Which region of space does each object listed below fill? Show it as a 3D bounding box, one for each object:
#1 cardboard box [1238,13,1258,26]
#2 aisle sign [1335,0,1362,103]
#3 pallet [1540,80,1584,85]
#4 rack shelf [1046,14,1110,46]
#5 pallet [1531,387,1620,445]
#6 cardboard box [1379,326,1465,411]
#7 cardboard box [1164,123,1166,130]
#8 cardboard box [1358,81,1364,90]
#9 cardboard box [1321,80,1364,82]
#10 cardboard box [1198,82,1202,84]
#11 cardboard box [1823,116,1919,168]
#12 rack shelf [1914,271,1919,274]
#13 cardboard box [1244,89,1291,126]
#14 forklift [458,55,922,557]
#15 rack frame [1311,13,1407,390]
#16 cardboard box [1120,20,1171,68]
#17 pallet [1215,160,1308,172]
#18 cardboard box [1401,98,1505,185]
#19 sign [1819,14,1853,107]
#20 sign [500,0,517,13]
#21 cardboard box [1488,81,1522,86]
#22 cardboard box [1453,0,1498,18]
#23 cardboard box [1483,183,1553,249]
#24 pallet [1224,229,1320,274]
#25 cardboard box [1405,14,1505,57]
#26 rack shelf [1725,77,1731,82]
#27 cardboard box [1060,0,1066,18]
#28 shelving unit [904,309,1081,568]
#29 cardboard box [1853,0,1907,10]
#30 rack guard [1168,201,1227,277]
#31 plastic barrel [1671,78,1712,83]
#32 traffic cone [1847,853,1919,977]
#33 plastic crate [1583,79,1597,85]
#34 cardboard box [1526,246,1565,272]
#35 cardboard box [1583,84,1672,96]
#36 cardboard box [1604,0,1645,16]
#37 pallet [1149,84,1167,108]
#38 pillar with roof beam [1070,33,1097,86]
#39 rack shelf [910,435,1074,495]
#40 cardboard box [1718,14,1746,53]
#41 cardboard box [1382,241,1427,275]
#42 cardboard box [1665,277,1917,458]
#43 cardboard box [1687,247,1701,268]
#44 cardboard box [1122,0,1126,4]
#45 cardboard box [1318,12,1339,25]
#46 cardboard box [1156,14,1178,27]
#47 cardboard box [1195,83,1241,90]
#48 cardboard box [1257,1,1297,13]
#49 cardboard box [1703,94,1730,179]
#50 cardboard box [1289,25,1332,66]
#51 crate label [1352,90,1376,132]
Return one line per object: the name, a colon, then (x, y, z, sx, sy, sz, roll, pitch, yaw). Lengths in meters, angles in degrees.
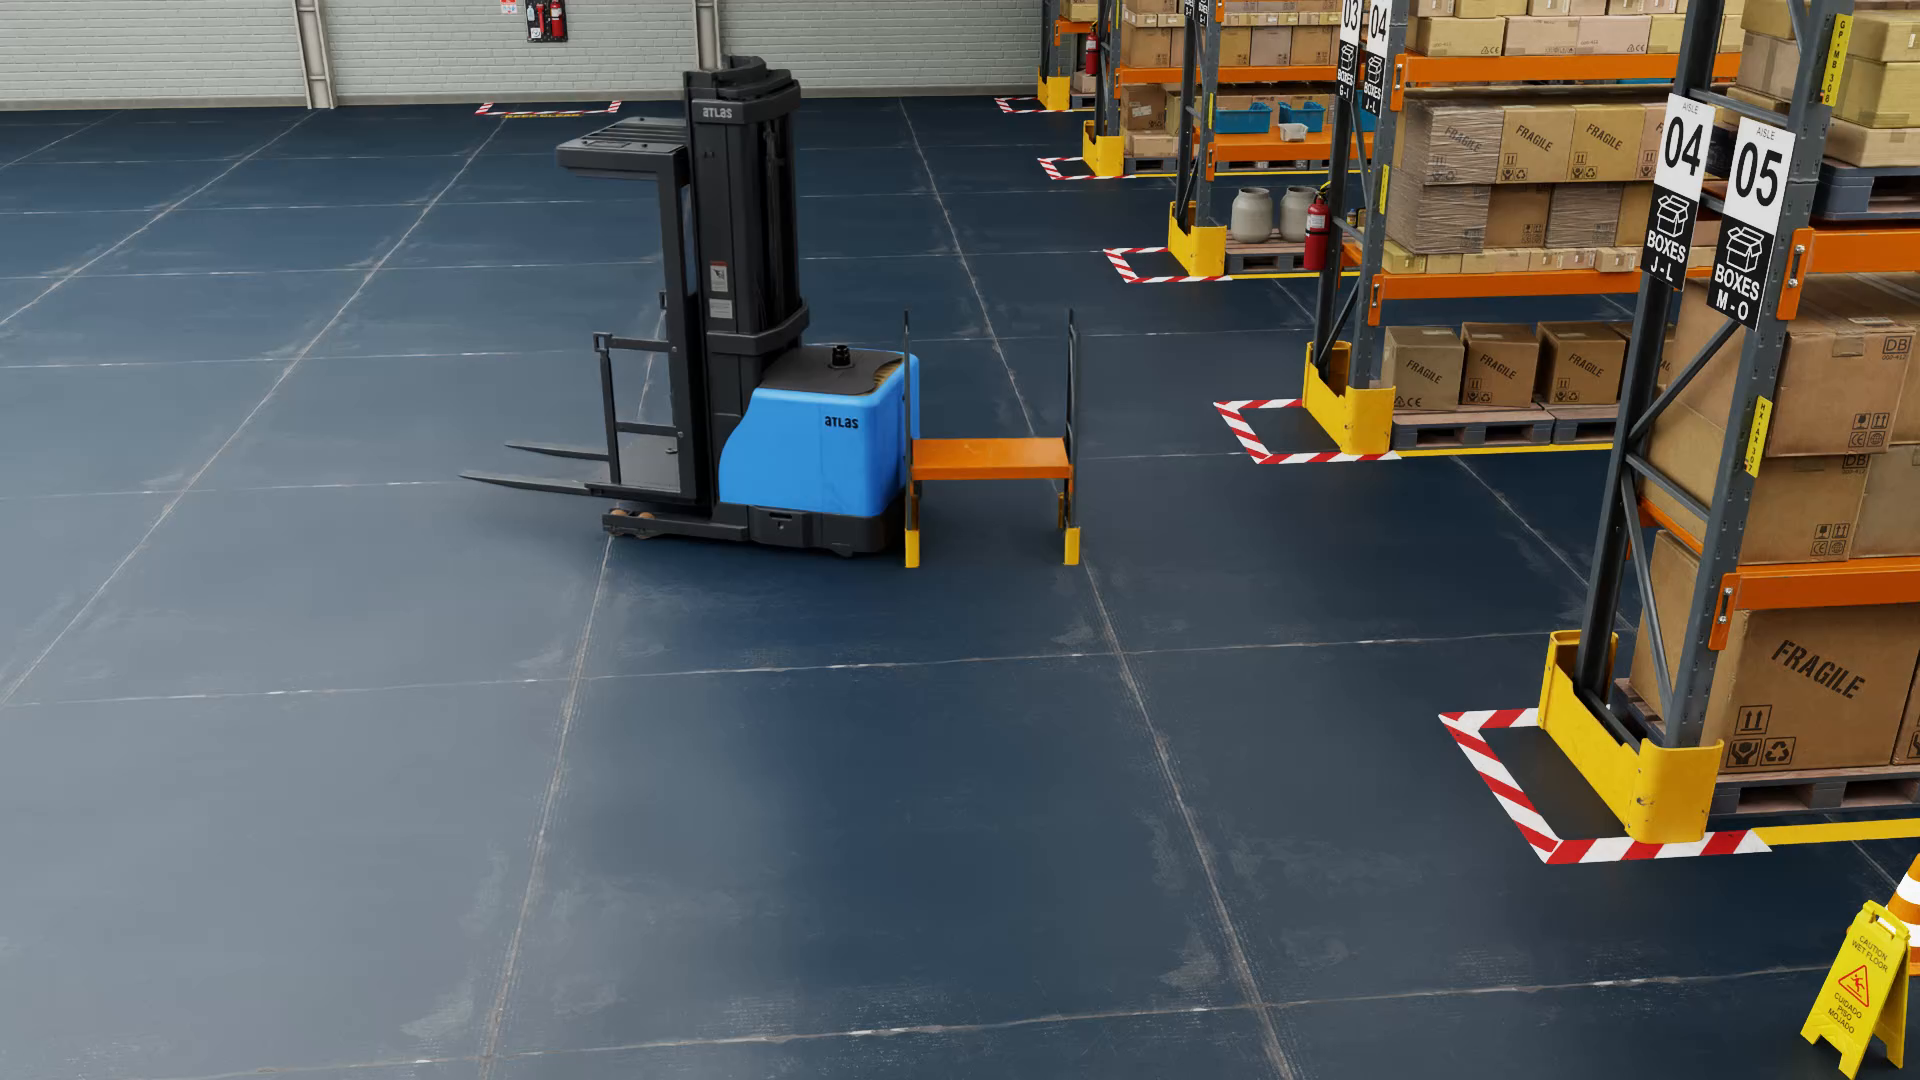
cardboard box: (3.575, -6.555, 20.882, 0.250, 0.149, 0.380, -3, 24, -6)
aisle sign: (2.760, -3.534, 11.807, 0.004, 0.787, 0.394, -2, 24, -5)
pallet: (10.144, -7.280, 26.869, 1.213, 0.211, 1.003, -2, 24, -5)
rack shelf: (3.381, -7.985, 25.907, 4.000, 0.370, 1.077, -2, 24, -5)
pallet: (4.950, -1.022, 12.789, 1.213, 0.211, 1.003, -2, 24, -5)
cardboard box: (3.474, -1.295, 12.531, 0.500, 0.500, 0.500, 2, 24, 5)
cardboard box: (2.882, -5.333, 21.923, 0.500, 0.250, 0.500, -2, 24, -5)
cardboard box: (5.370, -5.777, 22.000, 0.500, 0.500, 0.500, -2, 24, -5)
cardboard box: (6.102, -7.488, 26.440, 0.500, 0.500, 0.700, -1, 24, -3)
cardboard box: (3.778, -7.236, 26.305, 0.250, 0.149, 0.380, -4, 24, -9)
cardboard box: (3.611, -1.596, 6.624, 0.250, 0.149, 0.380, -2, 24, -5)
rack shelf: (8.822, -2.138, 12.753, 4.000, 0.370, 1.077, -2, 24, -5)
cardboard box: (3.930, -5.500, 21.376, 0.500, 0.500, 0.500, -2, 24, -5)
forklift: (-1.828, -1.545, 10.618, 3.031, 2.935, 1.130, 6, 25, 13)
rack frame: (2.851, -2.227, 12.068, 0.127, 3.000, 1.000, -2, 24, -5)
cardboard box: (2.347, -6.291, 21.087, 0.500, 0.500, 0.700, -2, 24, -5)
pallet: (3.850, -5.052, 21.857, 1.213, 0.211, 1.003, -2, 24, -5)
cardboard box: (3.425, -2.778, 11.586, 0.500, 0.500, 0.500, -2, 24, -5)
sign: (3.287, -1.800, 6.240, 0.005, 0.325, 0.100, -2, 24, -5)
sign: (-6.992, -8.324, 25.742, 0.234, 0.329, 0.001, -2, 24, -5)
cardboard box: (8.641, -7.562, 26.606, 0.500, 0.500, 0.700, -2, 24, -4)
cardboard box: (3.416, -3.600, 11.158, 0.250, 0.149, 0.380, -2, 24, -4)
cardboard box: (3.887, -2.488, 12.166, 0.500, 0.500, 0.875, -2, 24, -5)
pallet: (3.245, -3.007, 17.256, 1.213, 0.211, 1.003, -2, 24, -5)
cardboard box: (3.356, -3.444, 11.297, 0.500, 0.250, 0.500, -2, 24, -4)
rack shelf: (11.833, -6.302, 22.121, 4.000, 0.370, 1.077, -2, 24, -5)
cardboard box: (1.837, -8.271, 25.826, 0.500, 0.250, 0.500, -2, 24, -4)
shelving unit: (0.195, -0.637, 10.337, 1.083, 1.500, 0.587, -1, 24, -2)
cardboard box: (3.789, -2.236, 7.083, 0.250, 0.149, 0.380, -2, 24, -5)
rack guard: (2.436, -3.109, 17.129, 0.348, 0.500, 1.175, -2, 24, -5)
plastic barrel: (7.319, -4.401, 16.790, 0.433, 0.535, 0.433, 0, 24, 0)
traffic cone: (3.906, 1.494, 6.820, 0.334, 0.463, 0.336, -2, 24, -5)
plastic crate: (6.797, -4.561, 17.240, 0.583, 0.464, 0.402, -2, 24, -5)
cardboard box: (4.156, -2.059, 11.999, 0.250, 0.149, 0.380, -2, 24, -5)
cardboard box: (4.868, -3.046, 12.189, 0.500, 0.500, 0.500, -2, 24, -5)
cardboard box: (4.446, -3.667, 11.309, 0.250, 0.149, 0.380, -3, 24, -8)
pallet: (3.490, -7.028, 26.302, 1.213, 0.211, 1.003, -2, 24, -5)
pillar with roof beam: (2.426, -9.613, 21.298, 0.400, 9.000, 9.100, -2, 24, -5)
rack shelf: (0.186, -0.473, 10.409, 1.000, 0.185, 0.538, -1, 24, -2)
cardboard box: (5.377, -3.526, 11.482, 0.500, 0.250, 0.500, -2, 24, -6)
cardboard box: (3.158, -2.028, 11.928, 0.250, 0.149, 0.380, -2, 24, -5)
cardboard box: (3.611, -0.780, 7.297, 0.550, 0.550, 0.875, -2, 24, -5)
cardboard box: (5.153, -2.091, 12.070, 0.250, 0.149, 0.380, -2, 24, -5)
cardboard box: (2.388, -8.430, 25.260, 0.500, 0.500, 0.500, -2, 24, -5)
cardboard box: (4.600, -6.596, 20.975, 0.250, 0.149, 0.380, -2, 24, -5)
cardboard box: (2.556, -6.514, 20.790, 0.250, 0.149, 0.380, -3, 24, -7)
cardboard box: (3.380, -5.697, 21.820, 0.500, 0.500, 0.500, -2, 24, -5)
cardboard box: (3.923, -6.949, 20.972, 0.500, 0.500, 0.700, -2, 24, -5)
cardboard box: (5.416, -2.856, 11.763, 0.500, 0.500, 0.500, -2, 24, -5)
cardboard box: (4.397, -6.375, 21.276, 0.500, 0.500, 0.700, -2, 24, -4)
crate label: (4.170, -4.428, 16.976, 0.616, 0.435, 0.502, -2, 24, -5)
